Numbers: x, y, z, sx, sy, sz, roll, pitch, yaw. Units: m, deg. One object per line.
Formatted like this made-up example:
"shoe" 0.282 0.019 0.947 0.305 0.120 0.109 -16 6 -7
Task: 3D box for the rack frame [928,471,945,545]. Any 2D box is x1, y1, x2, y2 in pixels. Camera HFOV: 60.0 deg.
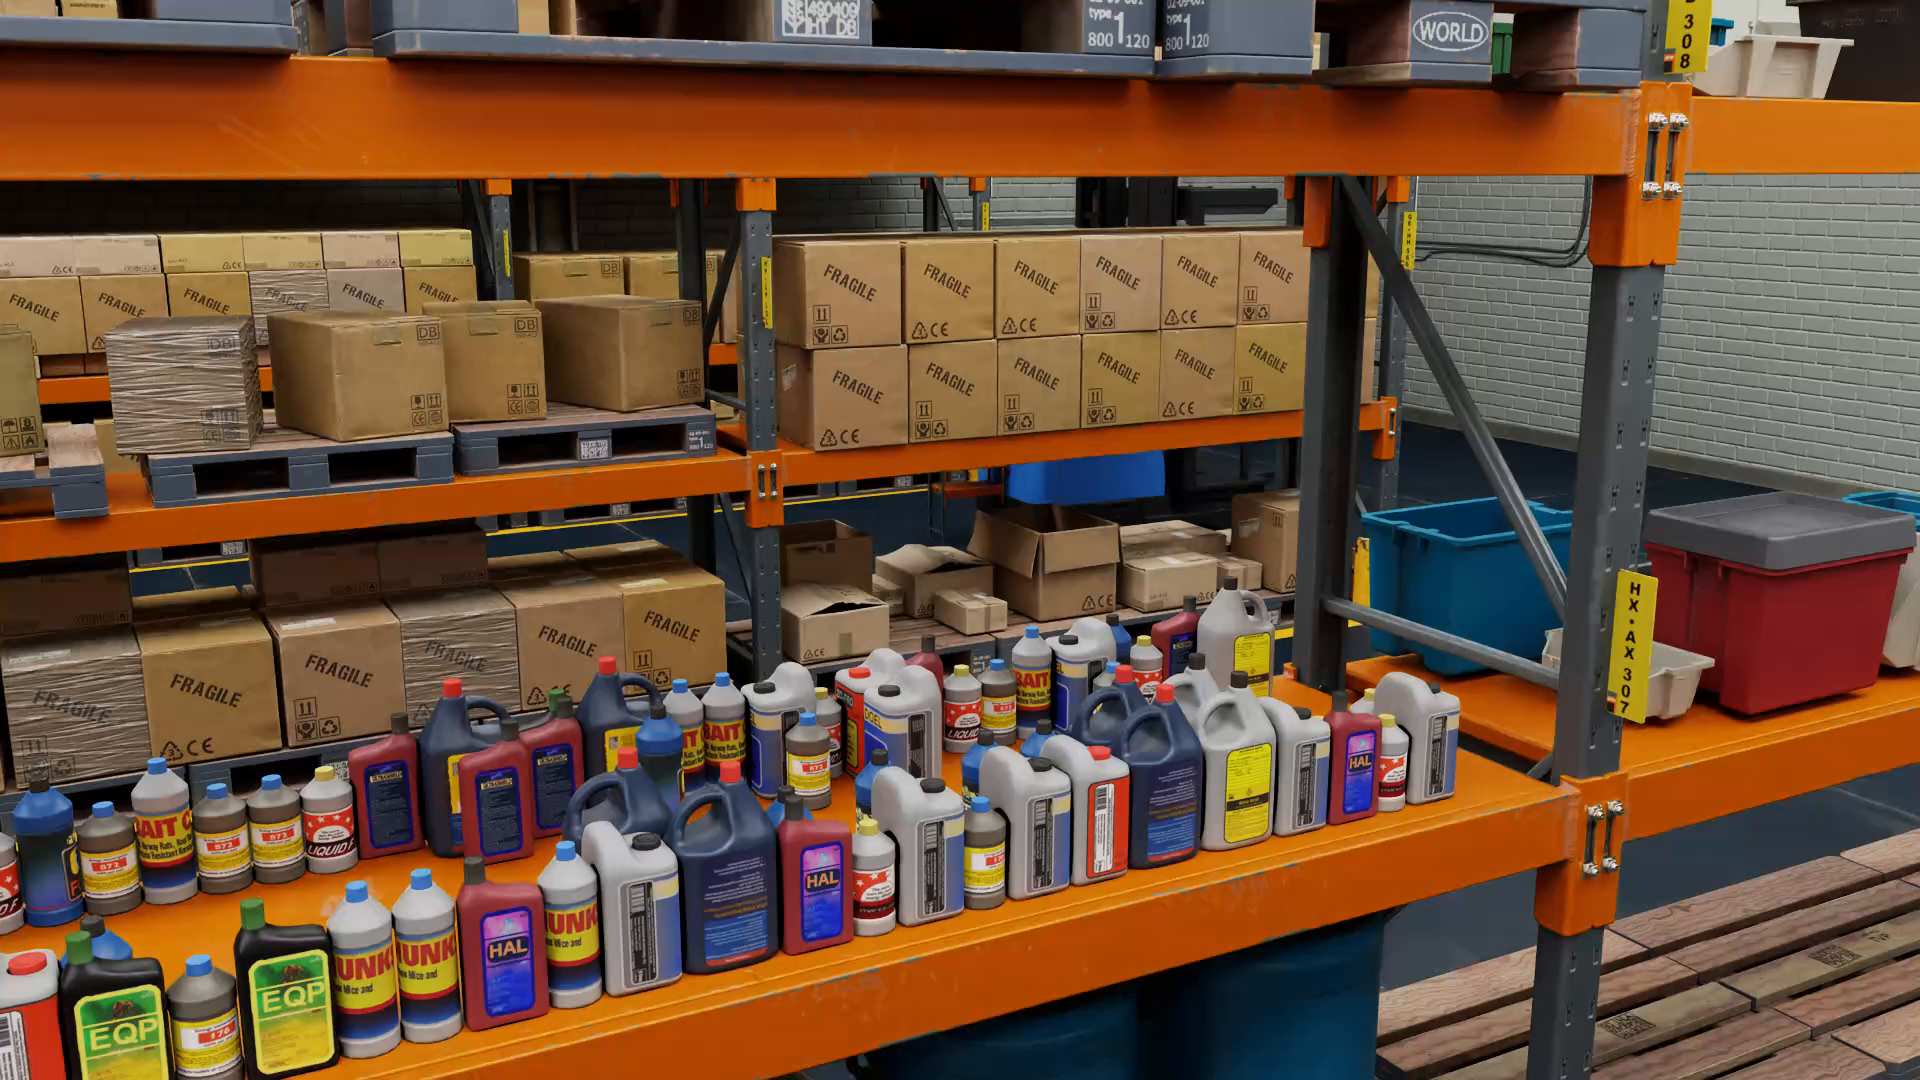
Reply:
"rack frame" -0.170 -0.570 11.910 0.015 1.200 0.240 -6 14 -26

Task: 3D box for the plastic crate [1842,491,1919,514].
"plastic crate" 3.180 -0.007 5.553 0.300 0.233 0.416 -7 14 -28

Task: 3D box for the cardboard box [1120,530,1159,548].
"cardboard box" 0.849 0.119 10.009 0.500 0.250 0.500 -7 14 -28

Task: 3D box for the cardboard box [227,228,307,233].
"cardboard box" -4.970 -2.110 11.995 0.500 0.250 0.500 -7 15 -30

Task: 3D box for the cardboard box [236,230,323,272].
"cardboard box" -4.736 -2.014 11.569 0.500 0.250 0.500 -7 14 -27

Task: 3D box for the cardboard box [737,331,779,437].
"cardboard box" -0.855 -0.846 8.807 0.500 0.500 0.500 -7 14 -27

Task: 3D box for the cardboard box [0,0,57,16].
"cardboard box" -3.867 -1.892 6.625 0.500 0.500 0.910 -7 14 -28

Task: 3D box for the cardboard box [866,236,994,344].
"cardboard box" -0.170 -1.281 8.464 0.500 0.500 0.500 -7 15 -30

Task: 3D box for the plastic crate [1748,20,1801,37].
"plastic crate" 2.617 -1.392 4.902 0.530 0.282 0.437 -7 14 -28

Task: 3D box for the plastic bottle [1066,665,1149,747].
"plastic bottle" 0.318 0.436 3.453 0.185 0.351 0.144 -7 14 -28

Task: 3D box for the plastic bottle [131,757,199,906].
"plastic bottle" -1.507 0.545 3.148 0.097 0.271 0.097 0 13 0

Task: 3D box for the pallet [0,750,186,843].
"pallet" -4.008 1.015 7.117 1.213 0.211 1.003 -7 14 -28

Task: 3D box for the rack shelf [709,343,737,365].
"rack shelf" -1.792 -1.508 13.618 4.000 0.370 1.077 -7 14 -28

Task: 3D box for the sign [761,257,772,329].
"sign" -0.902 -1.153 7.763 0.005 0.325 0.100 -7 14 -28

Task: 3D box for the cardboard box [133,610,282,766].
"cardboard box" -3.246 0.630 7.168 0.500 0.500 0.500 -7 14 -29

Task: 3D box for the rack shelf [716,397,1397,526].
"rack shelf" 0.585 -0.554 9.378 4.000 0.370 1.077 -7 14 -28

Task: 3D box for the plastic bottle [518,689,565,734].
"plastic bottle" -0.878 0.460 3.501 0.133 0.283 0.061 -7 14 -28

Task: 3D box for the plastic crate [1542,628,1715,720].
"plastic crate" 1.676 0.338 4.238 0.243 0.136 0.396 -7 14 -28

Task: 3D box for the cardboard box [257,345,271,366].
"cardboard box" -4.845 -1.321 11.673 0.250 0.149 0.380 -7 15 -29

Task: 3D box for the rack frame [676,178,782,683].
"rack frame" -1.171 -0.695 8.364 0.127 3.000 1.000 -7 14 -28

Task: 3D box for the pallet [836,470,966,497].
"pallet" -0.701 -0.610 14.339 1.213 0.211 1.003 -7 14 -28

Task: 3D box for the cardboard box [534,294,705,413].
"cardboard box" -1.694 -0.942 8.277 0.700 0.500 0.500 11 17 41

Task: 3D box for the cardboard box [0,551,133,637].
"cardboard box" -3.926 0.215 7.306 0.500 0.250 0.500 -6 14 -26

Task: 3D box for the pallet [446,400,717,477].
"pallet" -1.925 -0.538 8.105 1.213 0.211 1.003 -7 14 -28

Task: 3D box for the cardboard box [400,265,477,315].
"cardboard box" -3.832 -1.755 12.127 0.500 0.500 0.500 -7 15 -29

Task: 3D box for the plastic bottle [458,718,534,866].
"plastic bottle" -0.926 0.501 3.315 0.133 0.283 0.061 -7 14 -28

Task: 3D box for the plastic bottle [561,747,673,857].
"plastic bottle" -0.609 0.545 2.969 0.185 0.351 0.144 -7 14 -28

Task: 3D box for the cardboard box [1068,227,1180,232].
"cardboard box" 0.928 -1.548 9.651 0.500 0.500 0.500 -7 14 -27

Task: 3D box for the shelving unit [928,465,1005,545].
"shelving unit" 0.048 -0.594 12.017 0.503 1.200 0.258 -6 14 -26

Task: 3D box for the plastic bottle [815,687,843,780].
"plastic bottle" -0.317 0.437 3.789 0.097 0.201 0.097 0 13 0

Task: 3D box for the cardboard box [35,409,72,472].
"cardboard box" -6.350 -0.436 11.156 0.750 0.750 0.750 -7 14 -29

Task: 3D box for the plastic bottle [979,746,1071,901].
"plastic bottle" 0.127 0.530 3.204 0.135 0.276 0.152 -7 14 -28

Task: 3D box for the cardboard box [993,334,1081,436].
"cardboard box" 0.295 -0.851 8.832 0.500 0.500 0.500 -7 14 -28

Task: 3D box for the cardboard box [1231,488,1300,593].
"cardboard box" 1.981 -0.006 9.995 0.500 0.500 0.500 -7 14 -28

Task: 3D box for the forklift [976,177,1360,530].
"forklift" 1.672 -1.600 12.541 3.031 2.935 1.130 -6 14 -26

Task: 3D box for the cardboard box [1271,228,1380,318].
"cardboard box" 2.081 -1.552 9.670 0.500 0.500 0.500 -7 14 -28

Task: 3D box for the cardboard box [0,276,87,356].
"cardboard box" -6.045 -1.487 10.933 0.500 0.500 0.500 -6 14 -26

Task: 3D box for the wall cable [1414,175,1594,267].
"wall cable" 5.099 -4.008 16.494 0.112 2.526 3.097 -7 14 -28

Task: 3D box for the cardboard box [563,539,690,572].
"cardboard box" -1.712 0.314 8.573 0.500 0.500 0.500 -8 15 -30

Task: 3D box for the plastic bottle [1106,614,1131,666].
"plastic bottle" 0.378 0.319 4.151 0.097 0.271 0.097 0 13 0

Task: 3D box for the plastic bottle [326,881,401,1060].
"plastic bottle" -0.936 0.667 2.608 0.097 0.271 0.097 0 13 0

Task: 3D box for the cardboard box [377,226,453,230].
"cardboard box" -4.076 -2.220 12.484 0.500 0.250 0.500 -6 14 -26

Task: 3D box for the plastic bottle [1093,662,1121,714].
"plastic bottle" 0.365 0.393 3.983 0.097 0.201 0.097 0 13 0

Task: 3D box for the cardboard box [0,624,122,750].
"cardboard box" -3.973 0.587 7.359 0.500 0.500 0.500 -6 14 -26

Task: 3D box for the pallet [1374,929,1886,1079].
"pallet" 1.826 1.536 4.804 1.213 0.211 1.003 -7 14 -28

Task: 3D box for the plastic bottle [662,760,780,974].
"plastic bottle" -0.418 0.560 2.901 0.185 0.351 0.144 -7 14 -28

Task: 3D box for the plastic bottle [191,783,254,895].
"plastic bottle" -1.421 0.569 3.201 0.097 0.201 0.097 0 13 0

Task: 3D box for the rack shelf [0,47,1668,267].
"rack shelf" -0.556 -0.642 2.935 4.000 0.370 1.077 -7 14 -28

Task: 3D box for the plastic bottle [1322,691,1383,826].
"plastic bottle" 0.827 0.454 3.525 0.133 0.283 0.061 -7 14 -28
